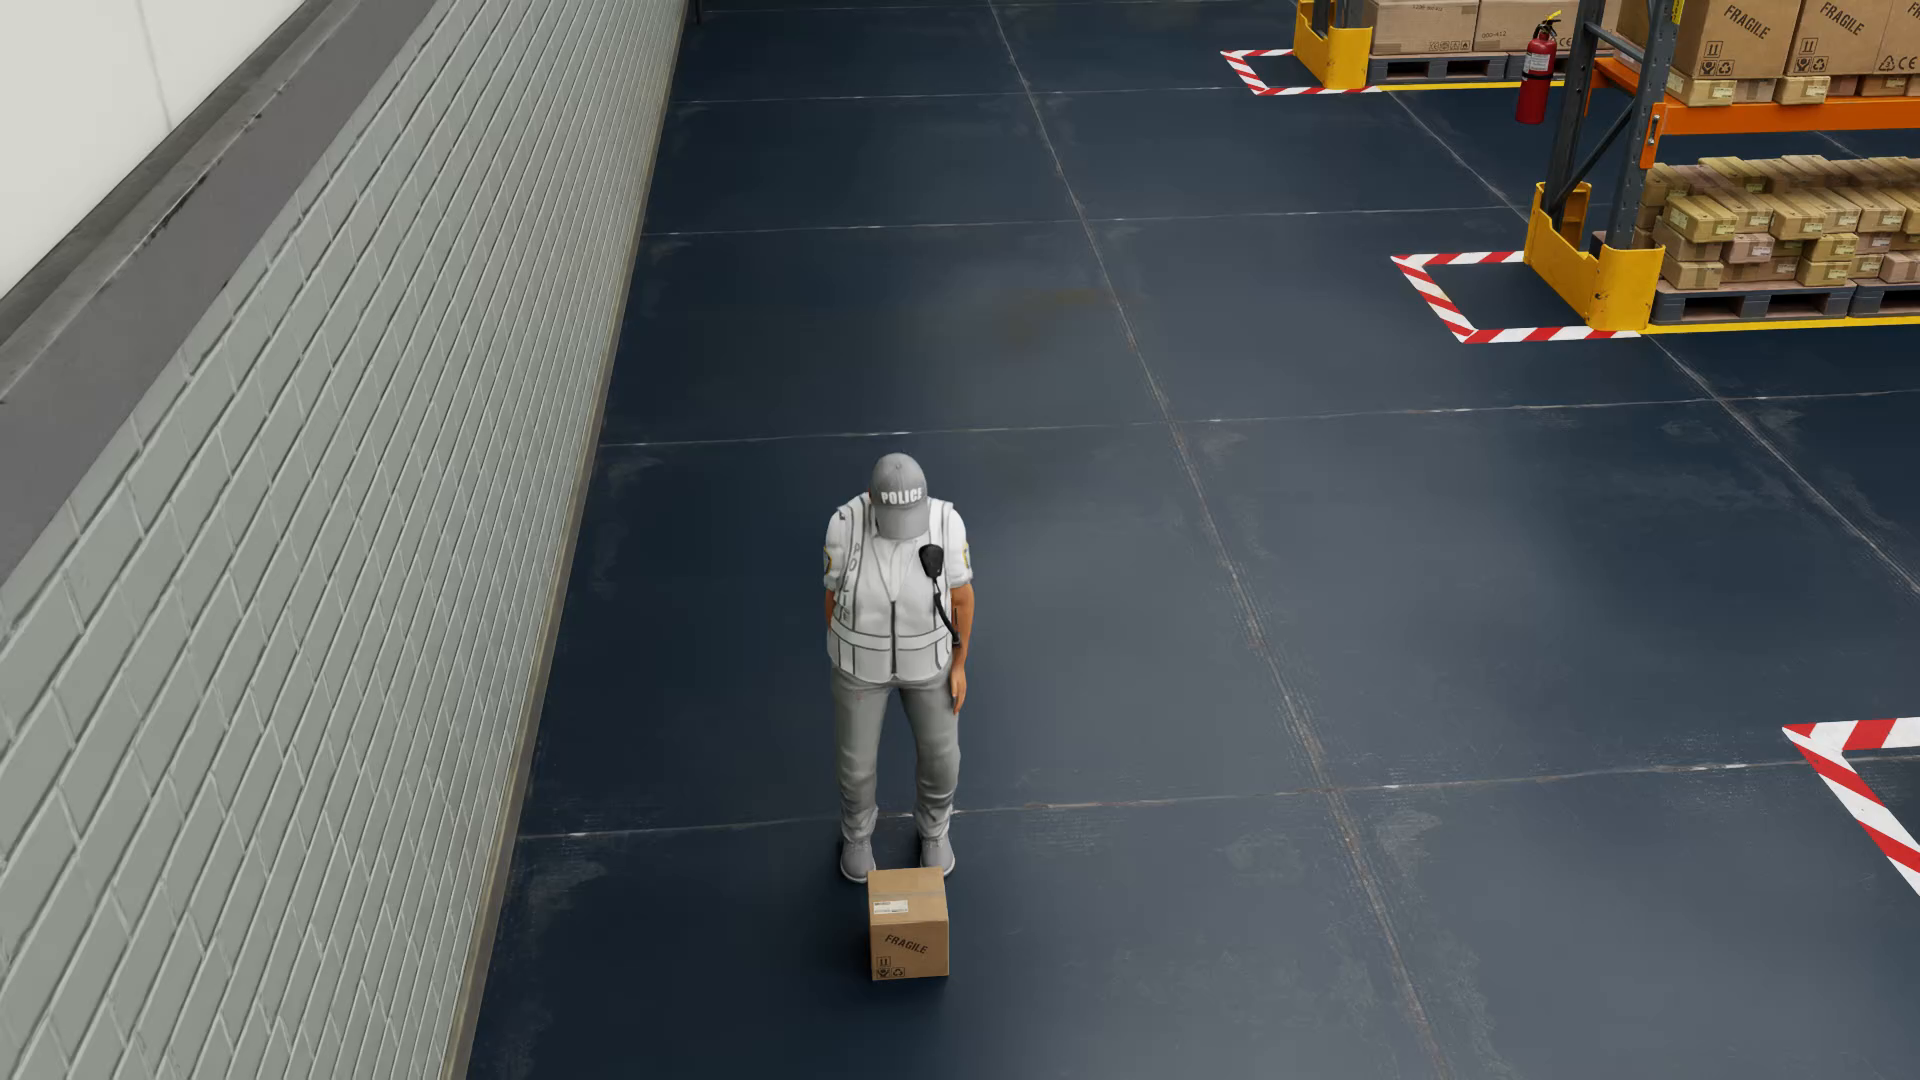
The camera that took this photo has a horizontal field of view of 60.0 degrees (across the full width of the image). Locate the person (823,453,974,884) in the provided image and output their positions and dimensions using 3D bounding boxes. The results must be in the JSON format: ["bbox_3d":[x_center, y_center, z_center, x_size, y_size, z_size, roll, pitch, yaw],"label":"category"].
[{"bbox_3d":[-0.195,0.417,5.483,0.486,1.638,0.440,-2,31,-3],"label":"person"}]
